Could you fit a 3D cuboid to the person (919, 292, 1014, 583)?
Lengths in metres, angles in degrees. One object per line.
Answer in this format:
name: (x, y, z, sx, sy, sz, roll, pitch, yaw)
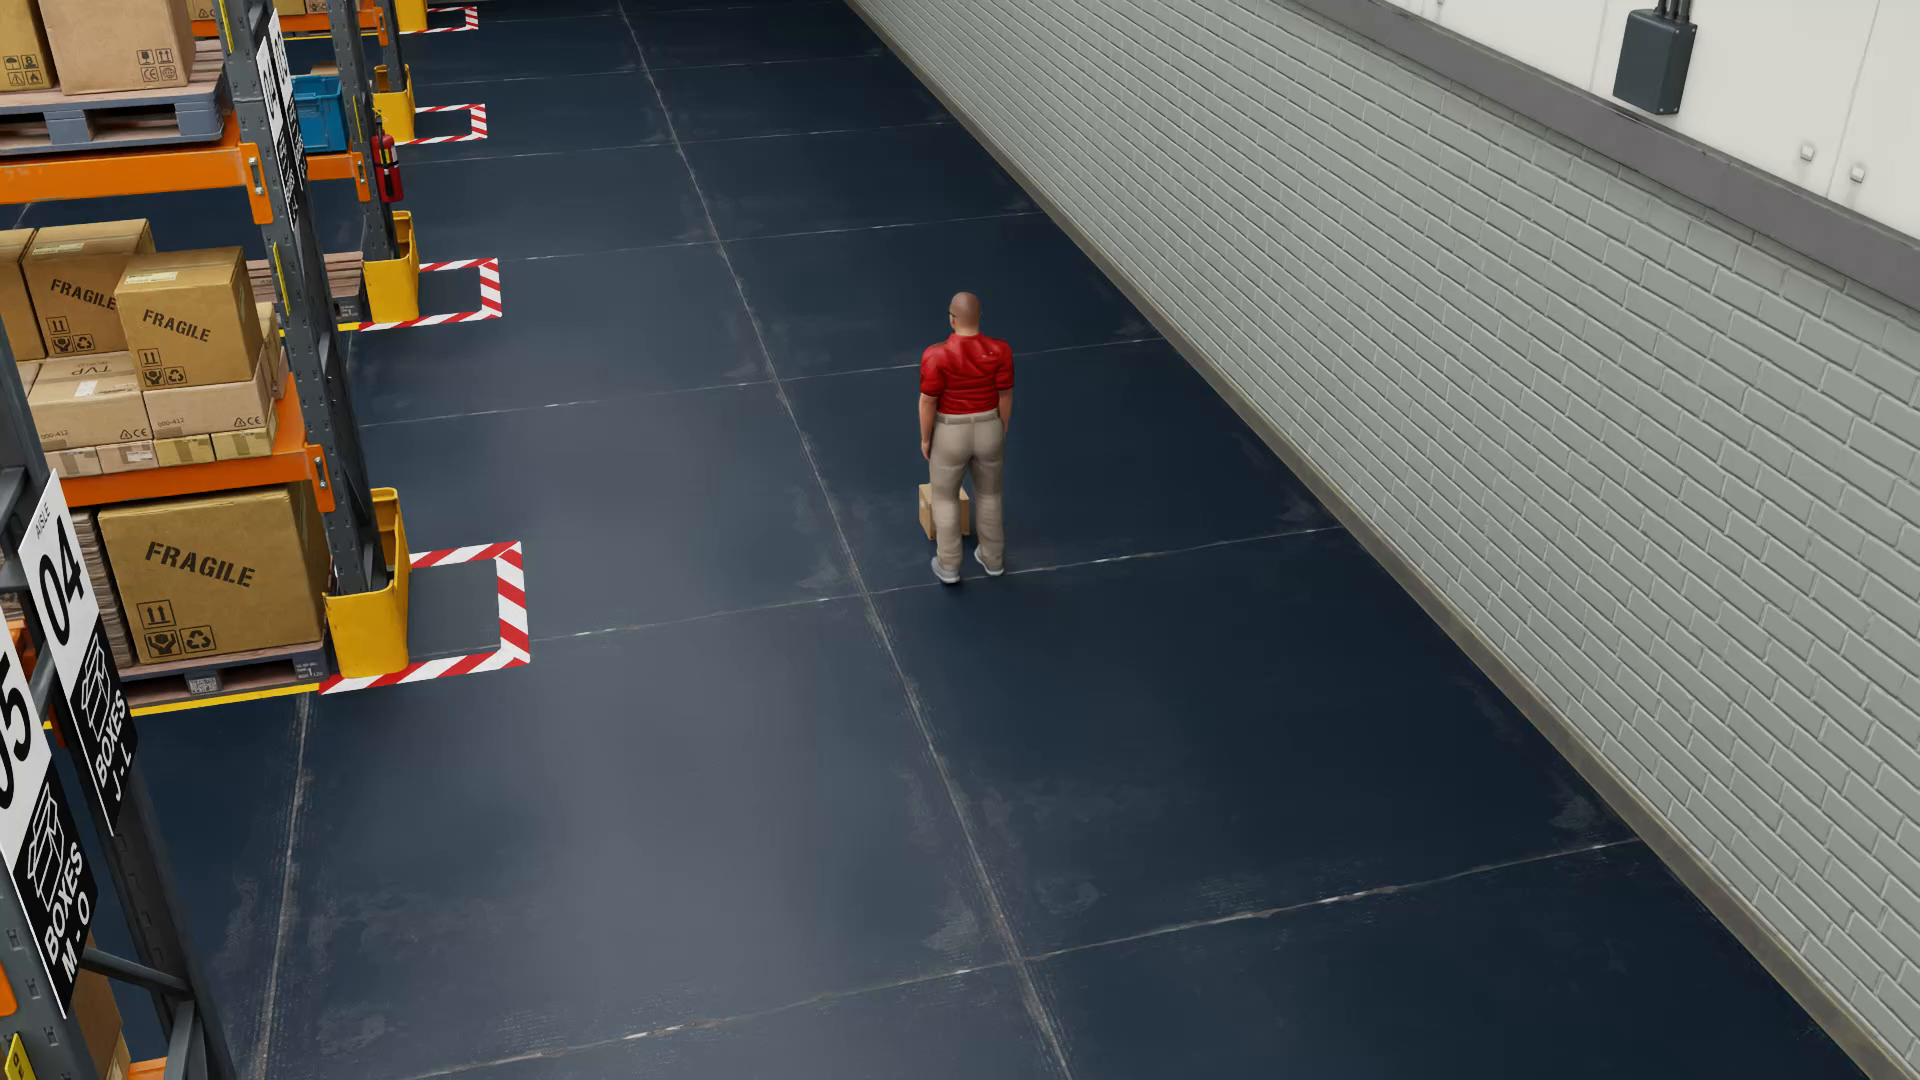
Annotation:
person: (0.021, -0.574, 9.272, 0.527, 1.739, 0.363, -7, 31, -12)
